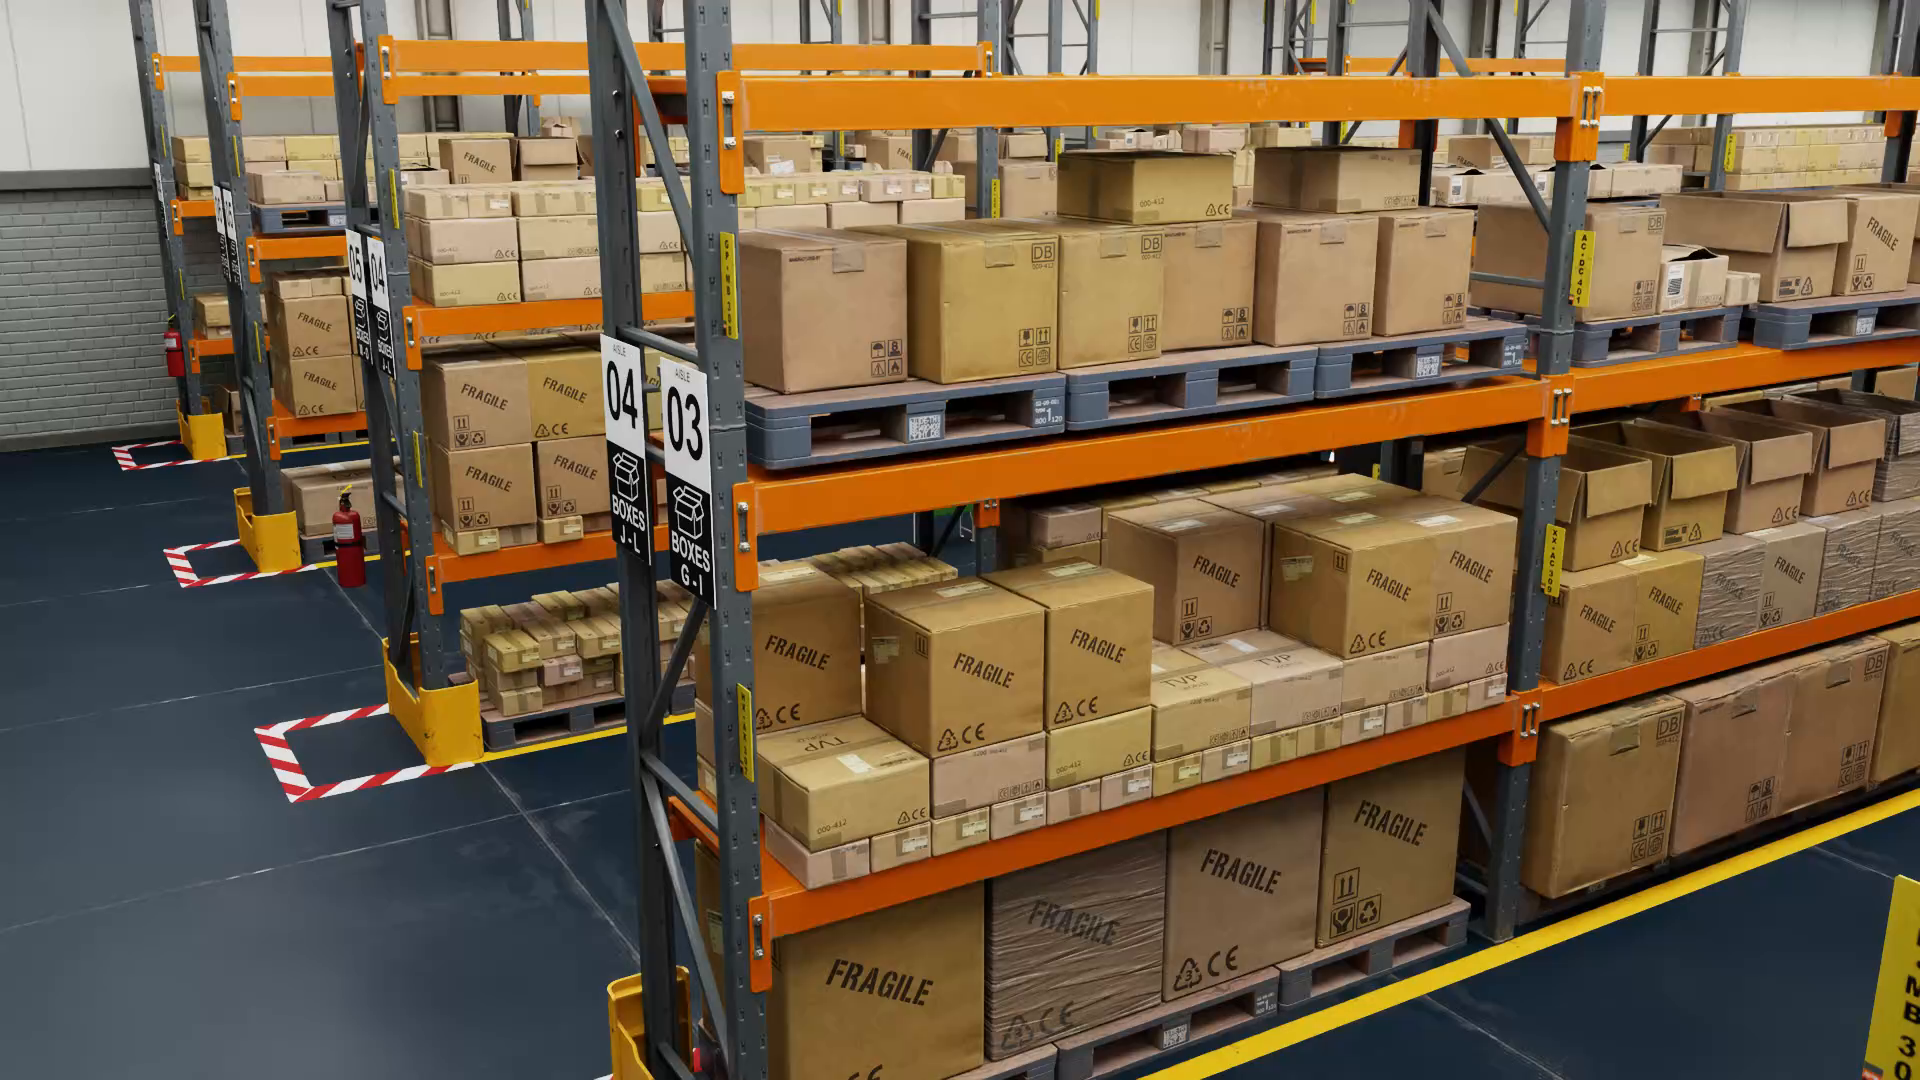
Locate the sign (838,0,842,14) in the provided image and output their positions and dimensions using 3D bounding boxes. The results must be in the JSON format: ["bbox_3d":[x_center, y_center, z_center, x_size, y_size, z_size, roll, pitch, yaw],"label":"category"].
[{"bbox_3d":[-1.523,-6.828,21.058,0.005,0.325,0.100,-9,18,-30],"label":"sign"}]

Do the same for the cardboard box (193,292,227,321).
[{"bbox_3d":[-8.411,-2.660,18.908,0.500,0.250,0.500,-9,18,-28],"label":"cardboard box"}]

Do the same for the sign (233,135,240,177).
[{"bbox_3d":[-5.828,-3.090,13.391,0.005,0.325,0.100,-9,18,-30],"label":"sign"}]

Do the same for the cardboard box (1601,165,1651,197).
[{"bbox_3d":[5.868,-3.252,15.052,0.500,0.250,0.500,-9,18,-30],"label":"cardboard box"}]

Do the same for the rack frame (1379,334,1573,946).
[{"bbox_3d":[2.424,0.421,8.189,0.127,3.000,1.000,-9,18,-30],"label":"rack frame"}]

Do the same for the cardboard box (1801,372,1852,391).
[{"bbox_3d":[8.942,-1.355,17.685,0.875,0.875,0.875,-10,18,-31],"label":"cardboard box"}]

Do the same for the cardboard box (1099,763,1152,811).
[{"bbox_3d":[0.570,0.946,6.783,0.250,0.149,0.380,-9,18,-30],"label":"cardboard box"}]

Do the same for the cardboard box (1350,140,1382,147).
[{"bbox_3d":[4.823,-4.702,19.897,0.250,0.149,0.380,-9,18,-28],"label":"cardboard box"}]

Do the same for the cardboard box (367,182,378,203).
[{"bbox_3d":[-5.058,-2.987,14.294,0.250,0.149,0.380,-8,18,-28],"label":"cardboard box"}]

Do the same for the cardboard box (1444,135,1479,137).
[{"bbox_3d":[6.489,-5.168,21.559,0.250,0.149,0.380,-9,18,-30],"label":"cardboard box"}]

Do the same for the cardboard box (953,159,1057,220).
[{"bbox_3d":[0.337,-2.462,11.955,0.500,0.500,0.700,-9,18,-30],"label":"cardboard box"}]

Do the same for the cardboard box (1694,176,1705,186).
[{"bbox_3d":[7.177,-3.586,16.429,0.250,0.149,0.380,-9,18,-29],"label":"cardboard box"}]

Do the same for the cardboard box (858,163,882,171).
[{"bbox_3d":[-0.934,-3.626,16.543,0.258,0.266,0.396,-8,17,-25],"label":"cardboard box"}]

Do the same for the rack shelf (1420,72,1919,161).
[{"bbox_3d":[4.138,-2.206,8.523,4.000,0.370,1.077,-9,18,-30],"label":"rack shelf"}]

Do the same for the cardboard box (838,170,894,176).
[{"bbox_3d":[-0.669,-2.531,11.776,0.250,0.149,0.380,-10,19,-32],"label":"cardboard box"}]

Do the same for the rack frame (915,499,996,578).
[{"bbox_3d":[-0.044,-0.740,12.333,0.127,3.000,1.000,-9,18,-30],"label":"rack frame"}]

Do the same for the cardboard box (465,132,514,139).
[{"bbox_3d":[-5.548,-4.650,19.523,0.500,0.250,0.500,-9,18,-30],"label":"cardboard box"}]

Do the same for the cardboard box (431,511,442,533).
[{"bbox_3d":[-3.339,-0.174,10.779,0.250,0.149,0.380,-9,18,-30],"label":"cardboard box"}]

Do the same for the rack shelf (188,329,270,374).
[{"bbox_3d":[-6.954,-2.395,19.569,4.000,0.370,1.077,-9,18,-30],"label":"rack shelf"}]

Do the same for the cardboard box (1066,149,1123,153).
[{"bbox_3d":[1.566,-4.049,18.396,0.500,0.500,0.700,-9,18,-30],"label":"cardboard box"}]

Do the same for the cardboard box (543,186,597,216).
[{"bbox_3d":[-2.371,-2.067,10.122,0.250,0.149,0.380,-9,18,-29],"label":"cardboard box"}]

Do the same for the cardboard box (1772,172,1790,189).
[{"bbox_3d":[7.736,-3.469,16.012,0.250,0.149,0.380,-9,18,-30],"label":"cardboard box"}]

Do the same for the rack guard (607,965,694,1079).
[{"bbox_3d":[-1.026,2.184,6.531,0.348,0.500,1.175,-9,18,-30],"label":"rack guard"}]

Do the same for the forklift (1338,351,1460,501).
[{"bbox_3d":[3.168,-0.266,10.768,3.031,2.935,1.130,4,16,13],"label":"forklift"}]

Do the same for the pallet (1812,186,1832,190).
[{"bbox_3d":[8.565,-3.534,16.906,1.213,0.211,1.003,-9,18,-30],"label":"pallet"}]

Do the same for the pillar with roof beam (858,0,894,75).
[{"bbox_3d":[1.060,-5.858,19.475,0.400,9.000,9.100,-9,18,-30],"label":"pillar with roof beam"}]

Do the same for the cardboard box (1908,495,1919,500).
[{"bbox_3d":[5.557,-0.057,9.710,0.500,0.500,0.500,-9,18,-28],"label":"cardboard box"}]

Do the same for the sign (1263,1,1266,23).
[{"bbox_3d":[4.766,-8.231,25.919,0.005,0.325,0.100,-9,18,-30],"label":"sign"}]

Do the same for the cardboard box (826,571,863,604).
[{"bbox_3d":[-0.886,0.352,11.837,0.250,0.149,0.380,-9,18,-28],"label":"cardboard box"}]

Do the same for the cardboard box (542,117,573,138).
[{"bbox_3d":[-4.802,-4.897,19.788,0.258,0.266,0.396,-9,18,-30],"label":"cardboard box"}]

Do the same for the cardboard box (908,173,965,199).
[{"bbox_3d":[-0.171,-2.438,11.446,0.250,0.149,0.380,-10,19,-32],"label":"cardboard box"}]

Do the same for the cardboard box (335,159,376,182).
[{"bbox_3d":[-6.846,-4.198,18.838,0.500,0.250,0.500,-10,18,-31],"label":"cardboard box"}]

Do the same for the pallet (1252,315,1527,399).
[{"bbox_3d":[1.717,-0.869,7.399,1.213,0.211,1.003,-9,18,-30],"label":"pallet"}]

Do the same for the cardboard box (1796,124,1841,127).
[{"bbox_3d":[8.920,-4.252,17.329,0.250,0.149,0.380,-10,18,-31],"label":"cardboard box"}]

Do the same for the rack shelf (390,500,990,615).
[{"bbox_3d":[-1.759,-0.116,11.439,4.000,0.370,1.077,-9,18,-30],"label":"rack shelf"}]

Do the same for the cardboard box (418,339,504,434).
[{"bbox_3d":[-3.209,-0.978,10.593,0.500,0.500,0.500,-10,18,-31],"label":"cardboard box"}]

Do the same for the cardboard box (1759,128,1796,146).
[{"bbox_3d":[7.736,-3.853,15.905,0.250,0.149,0.380,-9,18,-30],"label":"cardboard box"}]

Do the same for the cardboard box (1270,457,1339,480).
[{"bbox_3d":[2.933,-0.500,13.941,0.500,0.250,0.500,-10,18,-31],"label":"cardboard box"}]

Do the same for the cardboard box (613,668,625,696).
[{"bbox_3d":[-2.192,0.886,11.036,0.250,0.149,0.380,-9,18,-29],"label":"cardboard box"}]

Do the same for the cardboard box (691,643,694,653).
[{"bbox_3d":[-1.798,0.633,11.386,0.250,0.149,0.380,-8,18,-27],"label":"cardboard box"}]

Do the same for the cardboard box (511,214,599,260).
[{"bbox_3d":[-2.516,-1.871,10.161,0.500,0.250,0.500,-9,18,-30],"label":"cardboard box"}]

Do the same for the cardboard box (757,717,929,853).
[{"bbox_3d":[-0.455,0.902,6.201,0.500,0.250,0.500,-10,18,-31],"label":"cardboard box"}]

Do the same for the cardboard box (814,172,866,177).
[{"bbox_3d":[-0.855,-2.483,11.604,0.250,0.149,0.380,-9,18,-30],"label":"cardboard box"}]

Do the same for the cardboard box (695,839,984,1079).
[{"bbox_3d":[-0.498,1.691,6.819,0.875,0.875,0.875,-9,18,-30],"label":"cardboard box"}]

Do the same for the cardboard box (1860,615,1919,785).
[{"bbox_3d":[5.250,0.777,10.078,0.875,0.875,1.225,-10,19,-32],"label":"cardboard box"}]

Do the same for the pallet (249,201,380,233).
[{"bbox_3d":[-5.478,-2.823,14.369,1.213,0.211,1.003,-9,18,-30],"label":"pallet"}]

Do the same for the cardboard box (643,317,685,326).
[{"bbox_3d":[-2.942,-2.272,15.758,0.500,0.500,0.500,-9,18,-30],"label":"cardboard box"}]

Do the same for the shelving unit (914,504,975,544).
[{"bbox_3d":[-0.142,-0.555,15.006,0.503,1.200,0.258,-9,18,-30],"label":"shelving unit"}]

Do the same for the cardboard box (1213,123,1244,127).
[{"bbox_3d":[3.863,-6.193,25.080,0.500,0.500,0.700,-9,18,-29],"label":"cardboard box"}]

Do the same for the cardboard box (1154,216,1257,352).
[{"bbox_3d":[0.799,-1.085,6.858,0.500,0.500,0.700,-8,18,-27],"label":"cardboard box"}]

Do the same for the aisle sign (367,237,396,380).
[{"bbox_3d":[-3.381,-1.356,9.715,0.004,0.787,0.394,-9,18,-30],"label":"aisle sign"}]

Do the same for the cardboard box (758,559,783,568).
[{"bbox_3d":[-1.376,0.273,12.121,0.250,0.149,0.380,-9,18,-29],"label":"cardboard box"}]

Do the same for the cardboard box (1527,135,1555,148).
[{"bbox_3d":[7.468,-5.132,21.430,0.250,0.149,0.380,-9,18,-29],"label":"cardboard box"}]

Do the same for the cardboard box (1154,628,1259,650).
[{"bbox_3d":[1.016,0.496,7.649,0.500,0.250,0.500,-9,18,-28],"label":"cardboard box"}]
